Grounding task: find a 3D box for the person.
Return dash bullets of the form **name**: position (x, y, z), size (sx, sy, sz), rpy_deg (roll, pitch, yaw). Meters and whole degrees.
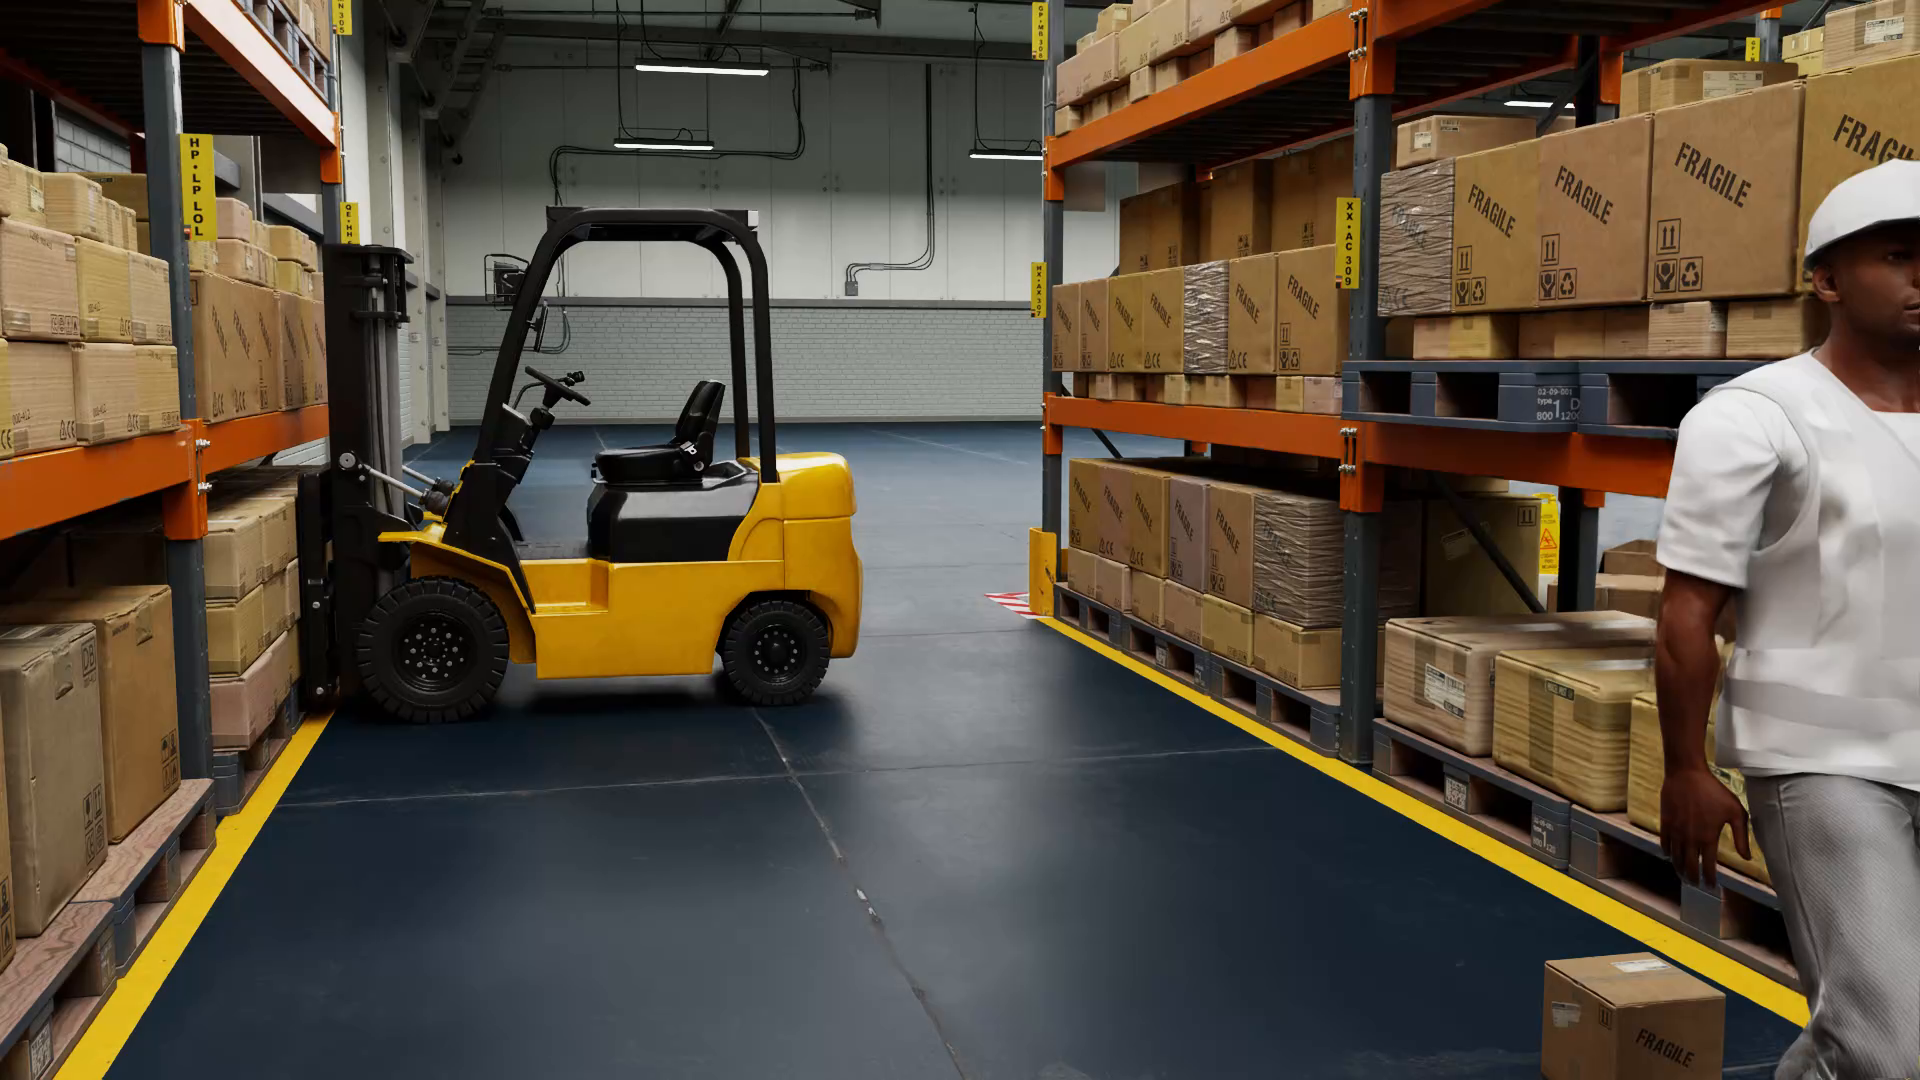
- **person**: position (1.331, 0.373, 2.374), size (0.566, 1.816, 0.498), rpy_deg (-1, 6, -13)
